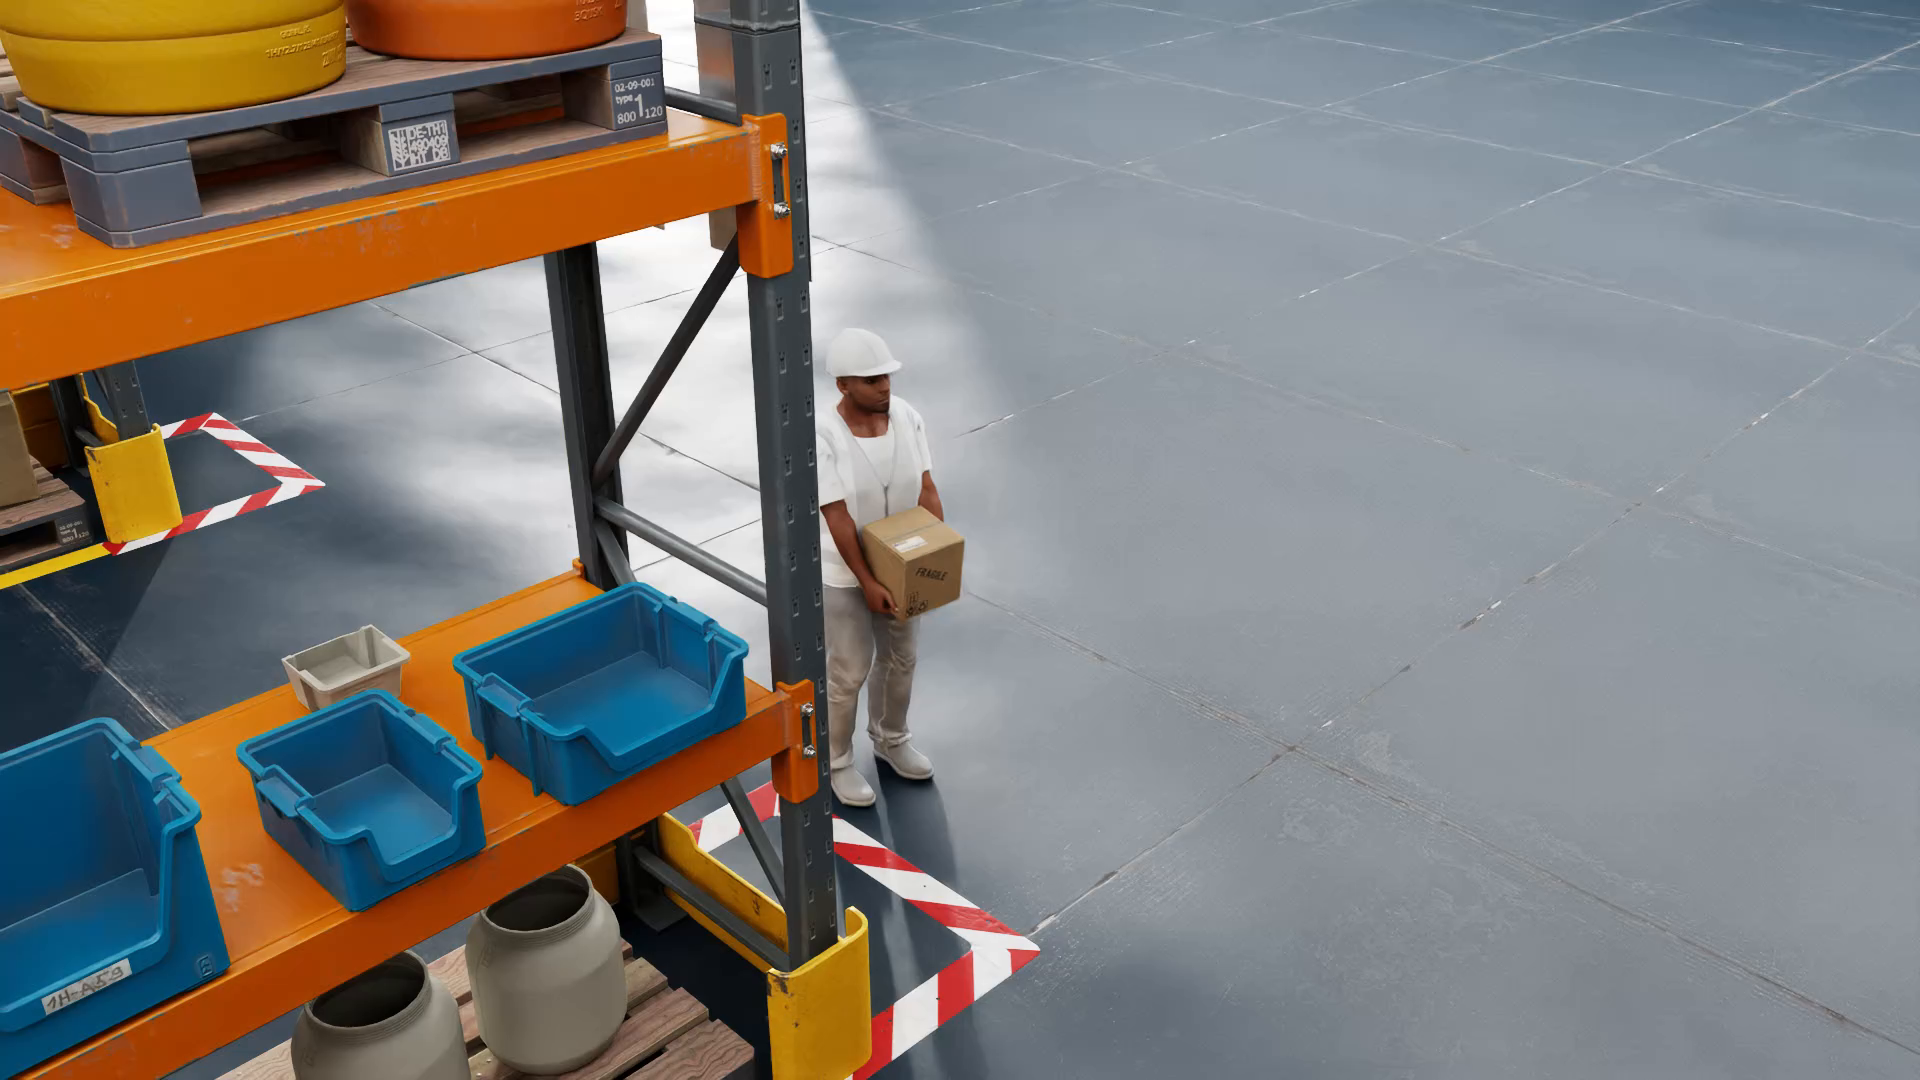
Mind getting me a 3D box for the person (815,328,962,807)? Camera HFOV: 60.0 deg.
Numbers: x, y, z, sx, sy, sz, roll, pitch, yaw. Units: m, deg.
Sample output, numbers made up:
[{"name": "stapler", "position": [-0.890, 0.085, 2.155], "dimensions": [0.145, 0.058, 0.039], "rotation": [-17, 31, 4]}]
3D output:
[{"name": "person", "position": [-0.264, 0.131, 5.846], "dimensions": [0.505, 1.763, 0.559], "rotation": [-20, 34, -33]}]
